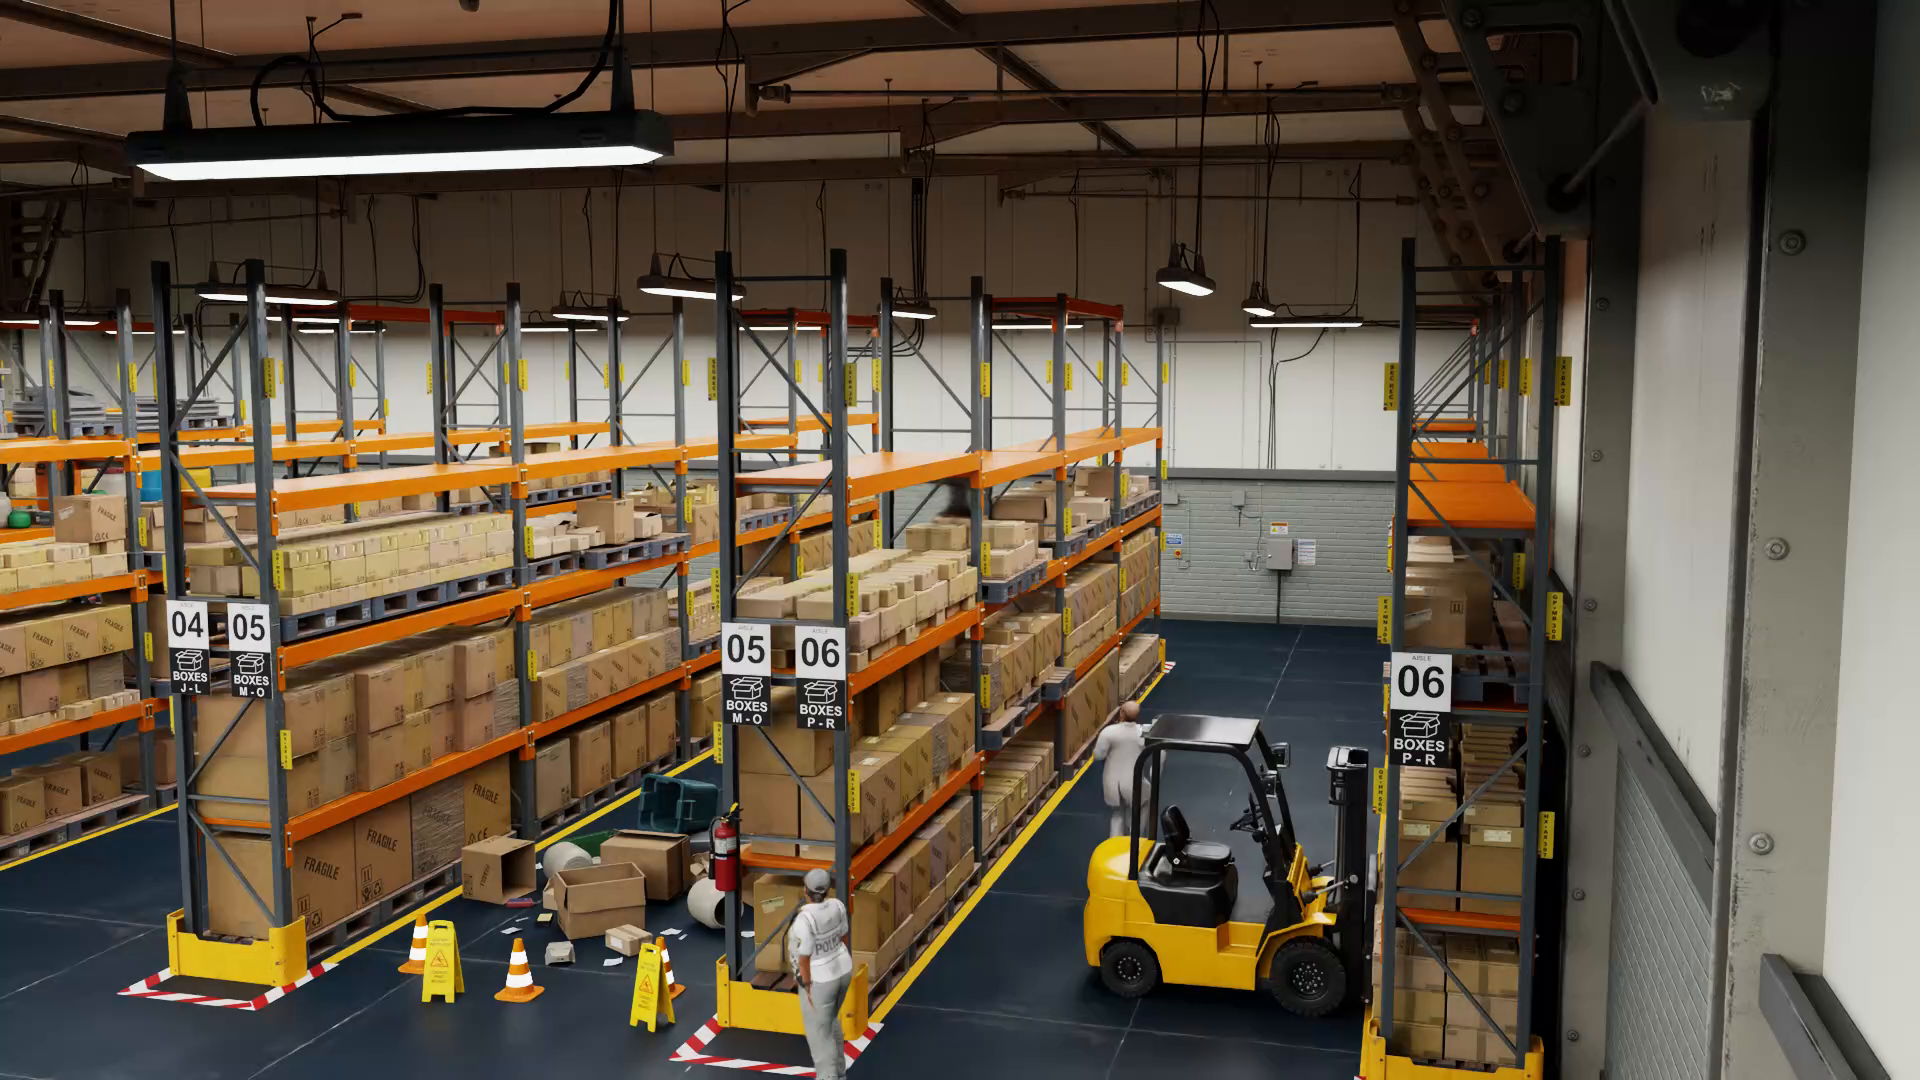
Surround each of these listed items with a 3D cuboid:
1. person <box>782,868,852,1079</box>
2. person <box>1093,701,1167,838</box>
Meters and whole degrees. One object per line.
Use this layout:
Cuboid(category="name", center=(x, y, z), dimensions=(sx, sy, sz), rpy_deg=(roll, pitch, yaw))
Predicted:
Cuboid(category="person", center=(-0.973, 3.113, 11.713), dimensions=(0.435, 1.702, 0.637), rpy_deg=(3, 7, 26))
Cuboid(category="person", center=(1.769, 2.506, 17.210), dimensions=(0.769, 1.741, 0.641), rpy_deg=(2, 6, 21))
